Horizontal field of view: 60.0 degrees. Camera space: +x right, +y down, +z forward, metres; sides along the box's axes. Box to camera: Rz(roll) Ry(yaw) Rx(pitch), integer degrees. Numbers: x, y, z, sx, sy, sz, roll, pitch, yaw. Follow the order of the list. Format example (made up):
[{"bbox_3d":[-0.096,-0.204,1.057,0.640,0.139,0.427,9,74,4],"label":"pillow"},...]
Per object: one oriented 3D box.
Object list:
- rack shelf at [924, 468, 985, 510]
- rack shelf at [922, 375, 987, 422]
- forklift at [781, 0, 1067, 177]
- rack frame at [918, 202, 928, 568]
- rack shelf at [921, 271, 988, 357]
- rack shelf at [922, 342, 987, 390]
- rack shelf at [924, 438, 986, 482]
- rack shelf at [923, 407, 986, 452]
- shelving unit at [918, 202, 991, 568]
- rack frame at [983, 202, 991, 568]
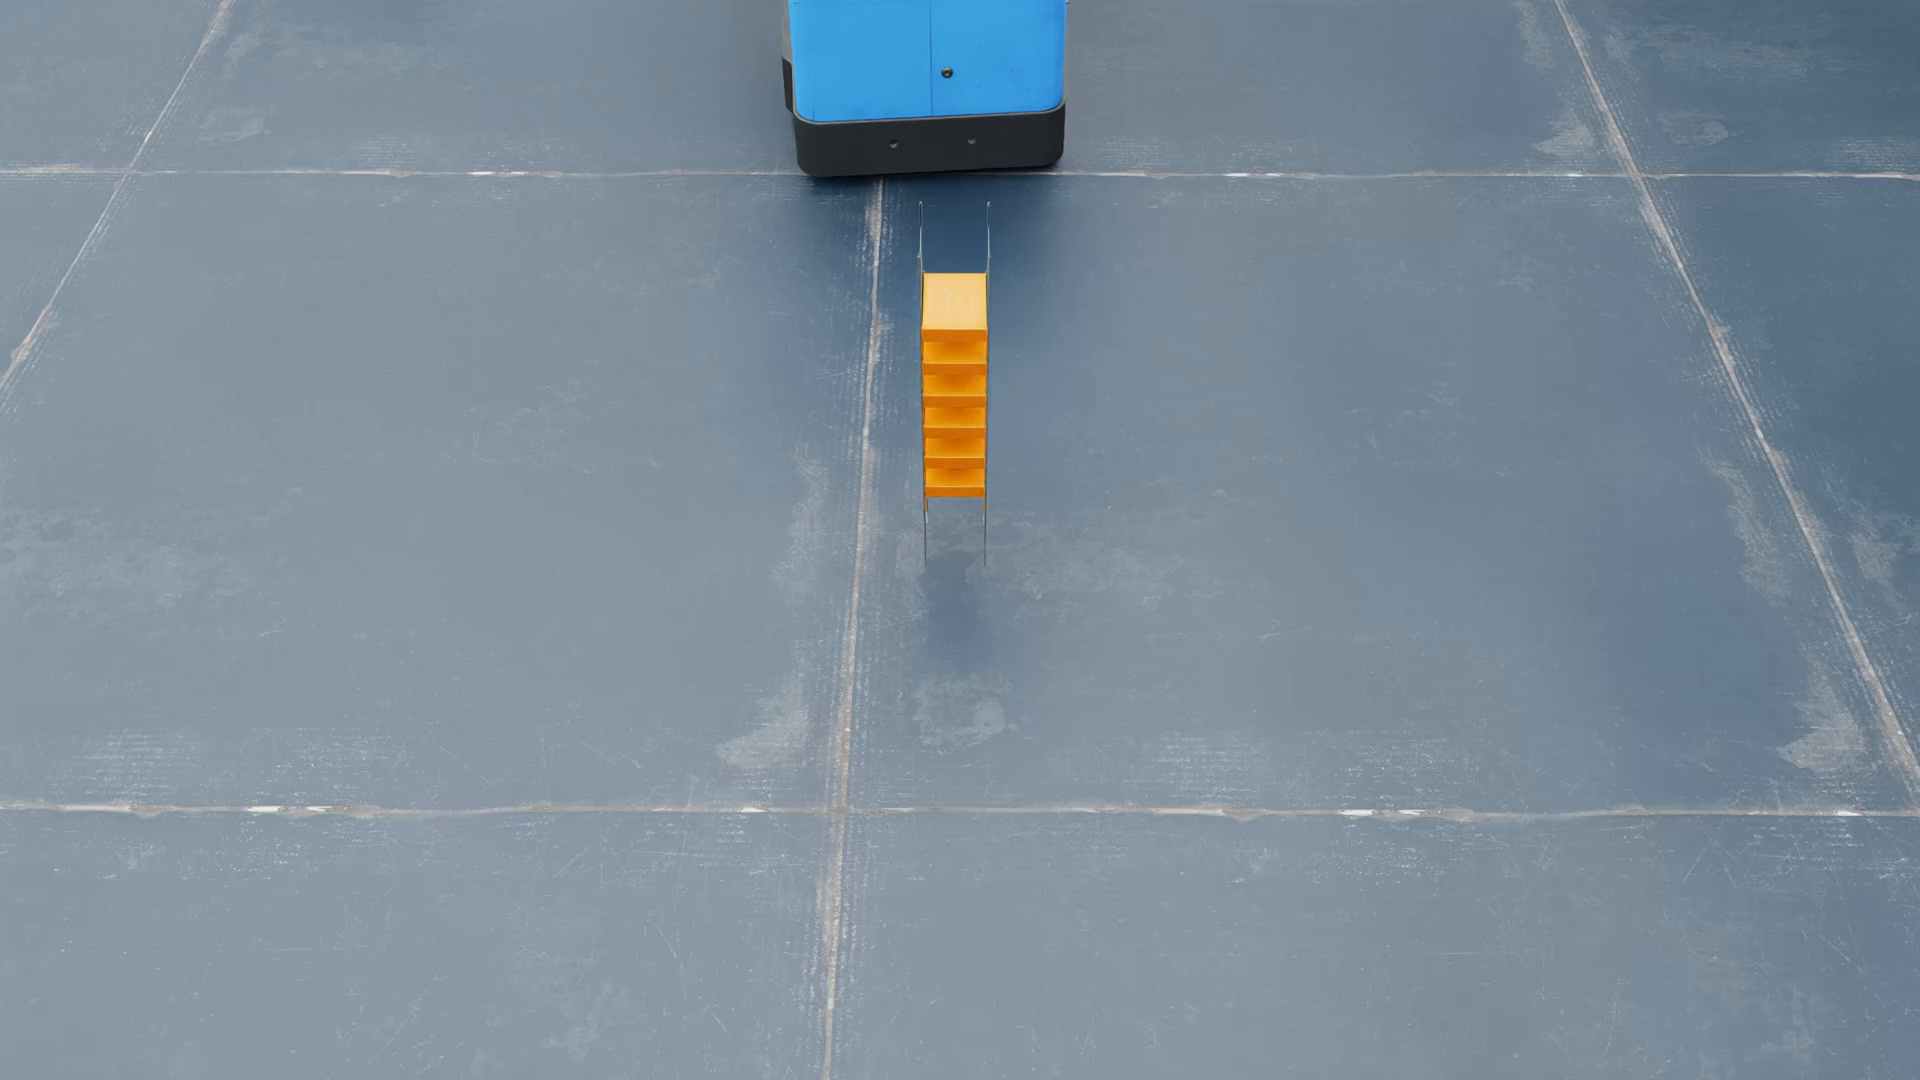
[{"bbox_3d":[-0.014,-0.215,5.019,0.180,0.103,0.258,0,47,0],"label":"rack shelf"},{"bbox_3d":[-0.014,-0.460,4.756,0.180,0.103,0.258,0,47,0],"label":"rack shelf"},{"bbox_3d":[-0.236,-3.491,6.497,1.130,2.935,3.031,-4,47,-3],"label":"forklift"},{"bbox_3d":[-0.106,-0.409,4.811,0.006,1.200,0.240,0,47,0],"label":"rack frame"},{"bbox_3d":[-0.014,-0.624,4.580,0.180,0.103,0.258,0,47,0],"label":"rack shelf"},{"bbox_3d":[-0.014,-0.542,4.668,0.180,0.103,0.258,0,47,0],"label":"rack shelf"},{"bbox_3d":[-0.014,-0.297,4.931,0.180,0.103,0.258,0,47,0],"label":"rack shelf"},{"bbox_3d":[-0.014,-0.379,4.843,0.180,0.103,0.258,0,47,0],"label":"rack shelf"},{"bbox_3d":[-0.014,-0.409,4.811,0.189,1.200,0.258,0,47,0],"label":"shelving unit"},{"bbox_3d":[0.077,-0.409,4.811,0.006,1.200,0.240,0,47,0],"label":"rack frame"}]
